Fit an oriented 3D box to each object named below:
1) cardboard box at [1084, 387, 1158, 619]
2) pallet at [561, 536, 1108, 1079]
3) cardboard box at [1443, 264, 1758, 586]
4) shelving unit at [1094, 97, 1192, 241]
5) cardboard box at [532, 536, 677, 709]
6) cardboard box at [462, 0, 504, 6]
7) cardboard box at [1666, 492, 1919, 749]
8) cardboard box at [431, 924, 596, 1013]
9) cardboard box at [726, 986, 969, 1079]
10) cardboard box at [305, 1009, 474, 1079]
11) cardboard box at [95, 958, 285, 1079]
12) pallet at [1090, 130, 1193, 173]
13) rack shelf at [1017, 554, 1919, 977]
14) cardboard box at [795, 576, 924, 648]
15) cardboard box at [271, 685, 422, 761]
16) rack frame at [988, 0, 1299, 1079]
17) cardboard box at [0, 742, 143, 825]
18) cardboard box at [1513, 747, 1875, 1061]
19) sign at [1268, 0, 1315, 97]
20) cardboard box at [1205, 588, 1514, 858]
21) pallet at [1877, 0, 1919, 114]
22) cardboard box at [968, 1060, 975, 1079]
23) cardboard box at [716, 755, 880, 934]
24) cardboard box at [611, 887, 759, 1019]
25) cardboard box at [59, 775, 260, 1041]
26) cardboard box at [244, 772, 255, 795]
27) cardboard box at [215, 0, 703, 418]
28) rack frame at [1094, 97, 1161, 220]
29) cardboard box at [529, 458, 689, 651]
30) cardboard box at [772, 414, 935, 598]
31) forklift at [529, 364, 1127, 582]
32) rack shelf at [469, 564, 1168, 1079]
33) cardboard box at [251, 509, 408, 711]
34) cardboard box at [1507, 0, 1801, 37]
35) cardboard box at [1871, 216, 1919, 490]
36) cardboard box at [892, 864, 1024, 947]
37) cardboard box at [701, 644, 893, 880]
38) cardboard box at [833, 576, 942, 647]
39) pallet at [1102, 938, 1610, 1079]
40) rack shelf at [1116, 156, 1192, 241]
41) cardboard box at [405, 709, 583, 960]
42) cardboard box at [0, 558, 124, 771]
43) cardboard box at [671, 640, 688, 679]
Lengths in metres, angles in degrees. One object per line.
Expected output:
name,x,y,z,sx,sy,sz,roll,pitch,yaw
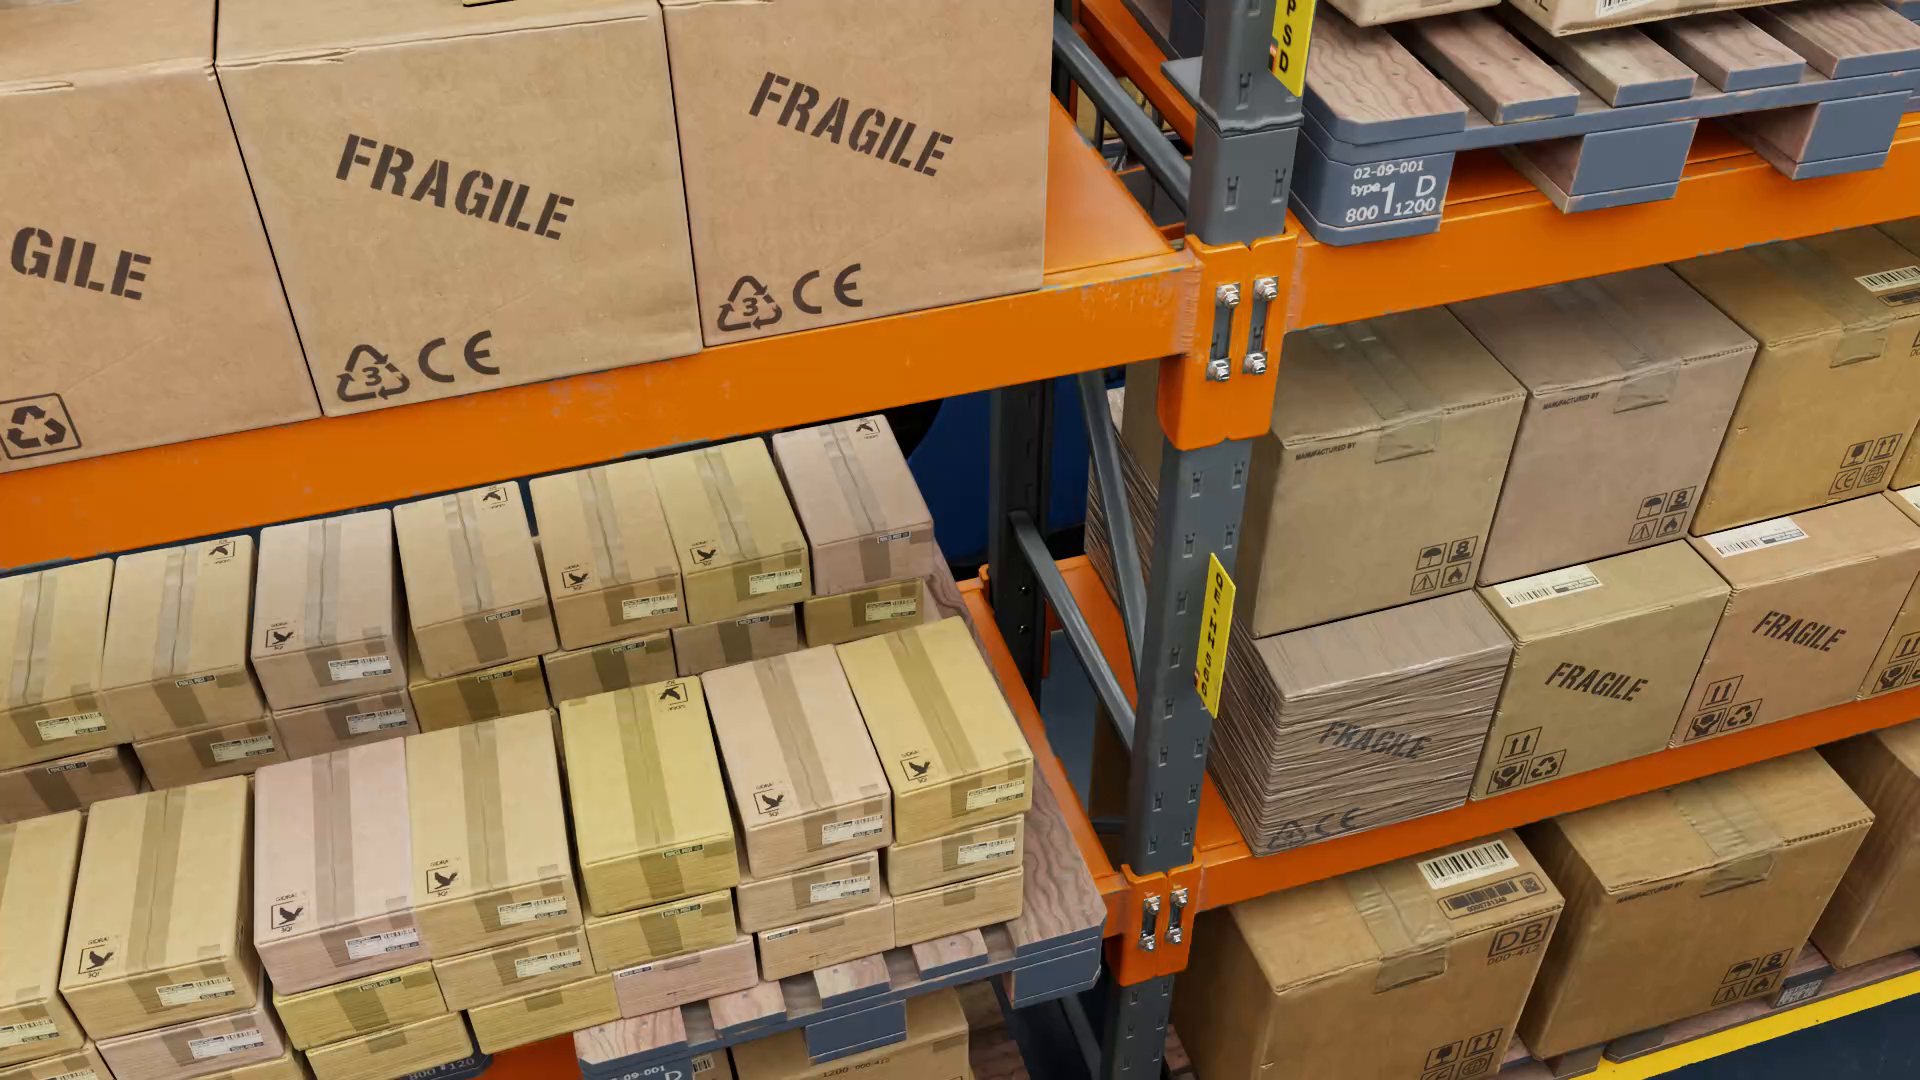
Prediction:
cardboard box,0.626,-0.055,3.958,0.500,0.500,0.500,-12,42,-13
pallet,-0.371,0.520,3.521,1.003,0.211,1.213,-12,42,-13
cardboard box,1.190,-0.358,3.544,0.500,0.500,0.700,-12,43,-14
shelving unit,0.769,-1.044,5.849,0.503,2.100,0.431,-16,44,-18
cardboard box,-0.756,0.143,3.452,0.250,0.149,0.380,-13,43,-14
cardboard box,-0.515,-0.862,2.019,0.258,0.266,0.396,-12,42,-13
cardboard box,1.752,0.081,3.801,0.500,0.500,0.500,-12,42,-13
cardboard box,-0.800,0.604,2.924,0.250,0.149,0.380,-12,42,-13
cardboard box,-0.296,1.040,3.790,0.500,0.250,0.500,-13,43,-14
cardboard box,-1.033,0.762,2.969,0.250,0.149,0.380,-13,43,-15
cardboard box,-1.287,0.704,2.810,0.250,0.149,0.380,-11,42,-12
pallet,0.601,-2.189,8.595,1.213,0.211,1.003,-12,42,-13
rack shelf,2.185,0.115,4.385,4.000,0.370,1.077,-12,42,-13
cardboard box,-0.244,0.034,3.577,0.250,0.149,0.380,-10,42,-11
cardboard box,-1.234,0.242,3.339,0.250,0.149,0.380,-12,42,-13
rack frame,0.277,0.240,3.696,0.127,3.000,1.000,-12,42,-13
cardboard box,-1.728,0.345,3.221,0.250,0.149,0.380,-10,42,-12
cardboard box,1.718,0.690,4.571,0.750,0.750,1.050,-11,42,-12
sign,0.438,-0.744,2.148,0.005,0.325,0.100,-12,42,-13
cardboard box,0.786,0.283,3.570,0.500,0.500,0.500,-11,42,-13
pallet,1.941,-1.202,3.210,1.213,0.211,1.003,-10,42,-11
cardboard box,-0.272,1.317,4.043,0.500,0.500,0.500,-12,43,-13
cardboard box,-0.311,0.501,3.042,0.250,0.149,0.380,-10,42,-11
cardboard box,-0.538,0.661,3.085,0.250,0.149,0.380,-11,42,-12
cardboard box,-1.287,0.591,2.713,0.250,0.149,0.380,-10,42,-11
cardboard box,-1.474,0.401,3.383,0.250,0.149,0.380,-11,42,-12
cardboard box,-0.664,-0.548,2.242,0.500,0.500,0.500,-12,42,-13
rack frame,0.546,-0.979,5.775,0.015,2.100,0.400,-16,44,-18
cardboard box,-0.713,0.022,3.364,0.250,0.149,0.380,-12,43,-13
cardboard box,-0.226,-0.077,3.478,0.250,0.149,0.380,-12,42,-13
forklift,-0.883,-0.921,5.076,3.031,2.935,1.130,-16,44,-18
rack shelf,-1.630,0.906,3.480,4.000,0.370,1.077,-12,42,-13
cardboard box,-1.223,0.129,3.242,0.250,0.149,0.380,-10,42,-11
cardboard box,1.034,-1.057,2.573,0.500,0.311,0.500,-12,42,-13
cardboard box,2.166,-0.562,3.777,0.500,0.500,0.700,-12,43,-13
cardboard box,-0.055,0.562,3.198,0.250,0.149,0.380,-11,42,-12
cardboard box,-0.293,0.385,2.949,0.250,0.149,0.380,-12,43,-14
cardboard box,-0.210,0.138,3.684,0.250,0.149,0.380,-12,43,-14
pallet,1.052,1.181,4.737,1.213,0.211,1.003,-12,42,-13
rack shelf,0.769,-1.034,5.858,0.480,0.518,0.431,-16,44,-18
cardboard box,-0.796,0.492,2.827,0.250,0.149,0.380,-11,42,-12
cardboard box,-1.714,0.230,3.127,0.250,0.149,0.380,-12,43,-14
cardboard box,-0.723,0.245,3.562,0.250,0.149,0.380,-10,42,-11
